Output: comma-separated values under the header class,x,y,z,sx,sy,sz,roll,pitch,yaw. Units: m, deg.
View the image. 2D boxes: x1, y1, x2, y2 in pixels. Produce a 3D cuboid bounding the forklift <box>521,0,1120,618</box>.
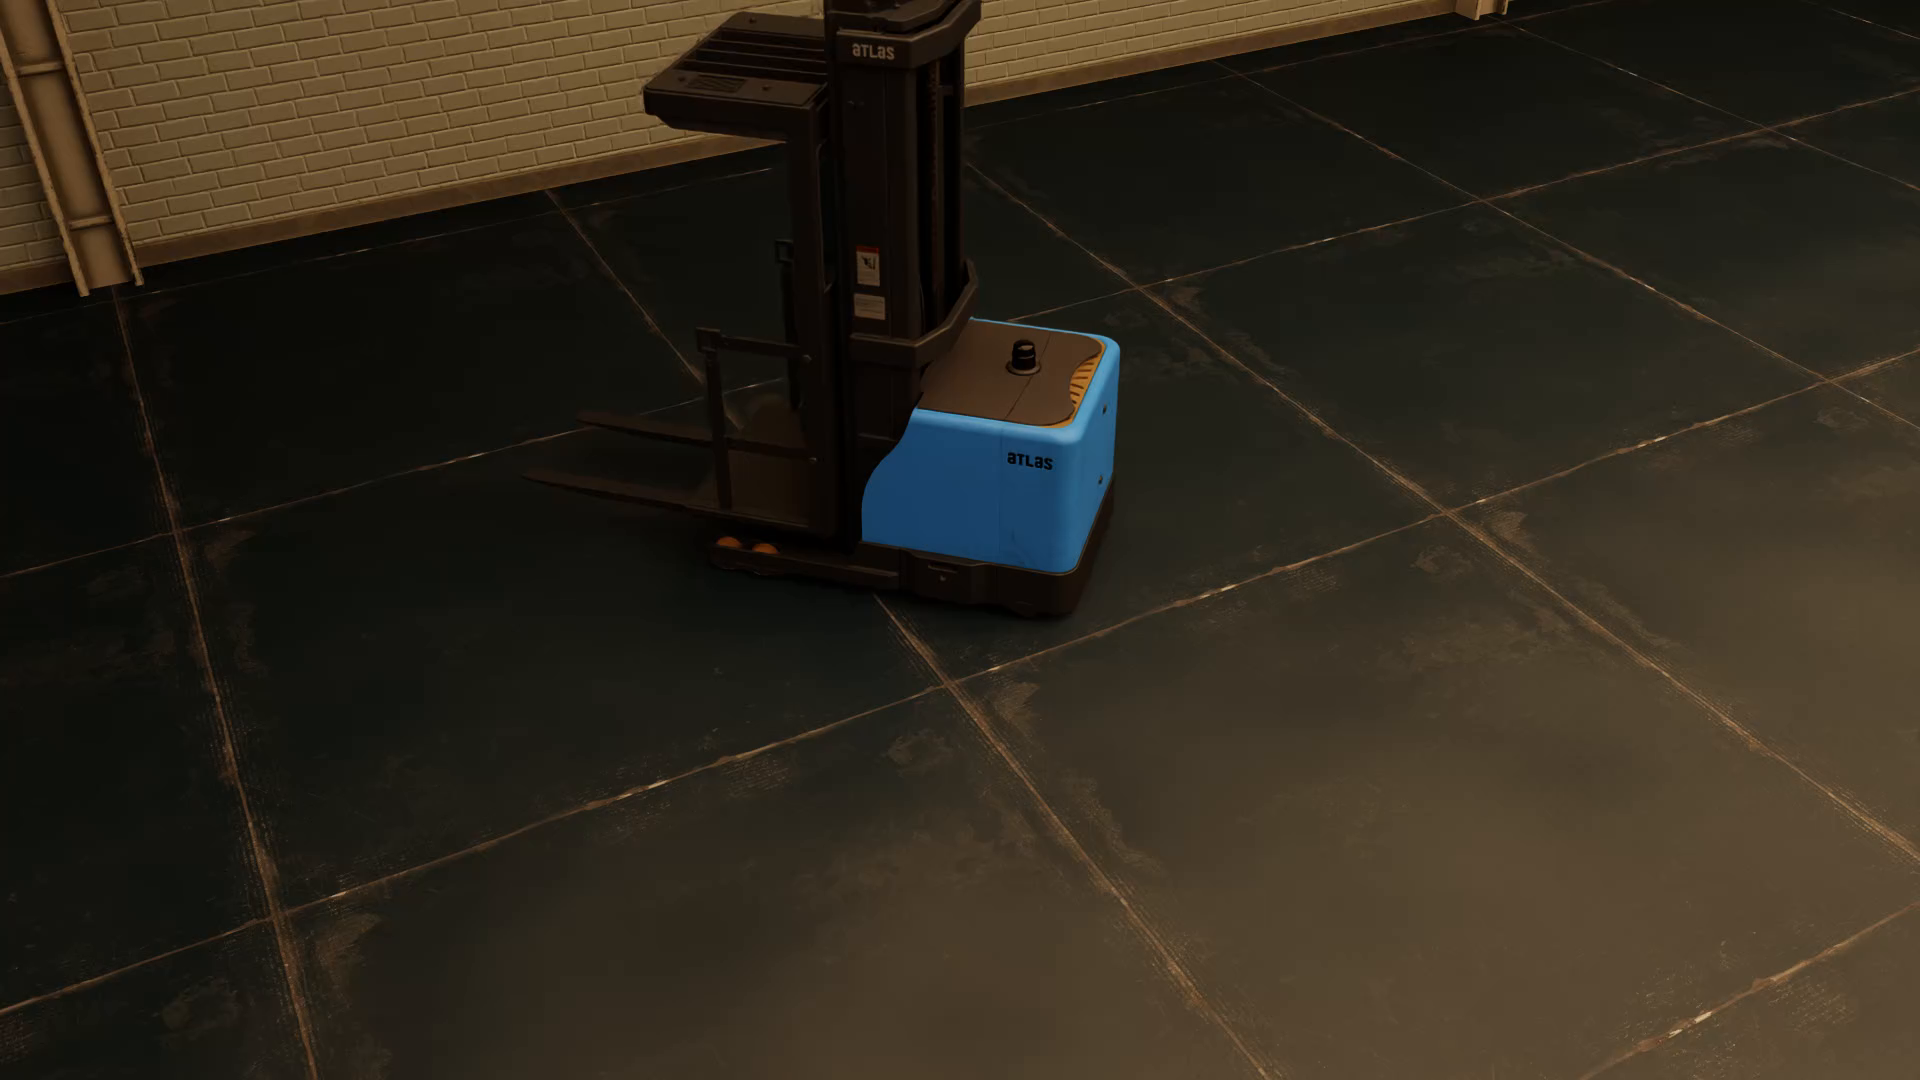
class,x,y,z,sx,sy,sz,roll,pitch,yaw
forklift,-0.770,-1.297,7.957,3.031,2.935,1.130,9,36,13
